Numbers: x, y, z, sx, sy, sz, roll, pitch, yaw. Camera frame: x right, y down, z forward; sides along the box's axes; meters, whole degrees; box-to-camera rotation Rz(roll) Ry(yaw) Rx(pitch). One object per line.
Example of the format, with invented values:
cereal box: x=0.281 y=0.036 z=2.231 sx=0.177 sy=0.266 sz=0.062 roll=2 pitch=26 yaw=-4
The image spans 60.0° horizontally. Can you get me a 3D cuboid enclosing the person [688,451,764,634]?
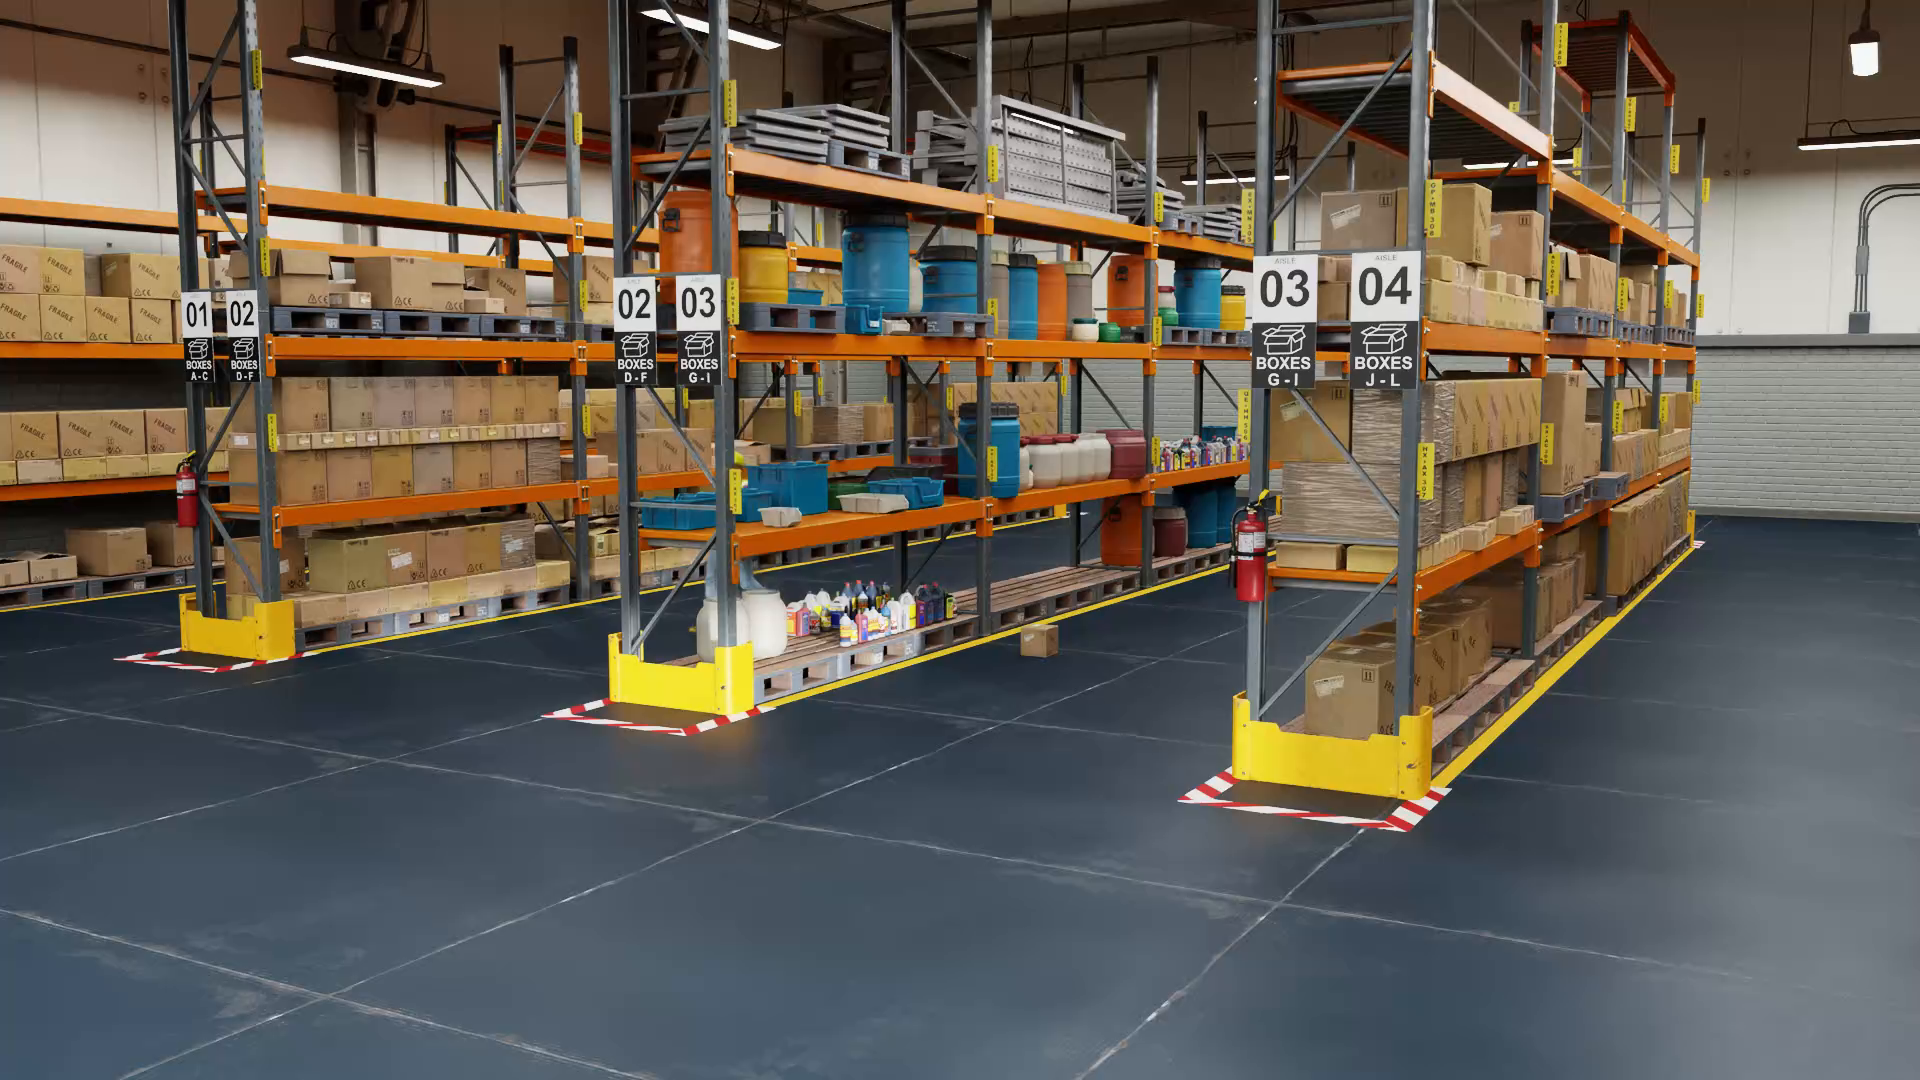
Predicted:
person: x=-2.156 y=0.020 z=15.869 sx=0.596 sy=1.730 sz=1.008 roll=4 pitch=7 yaw=34
